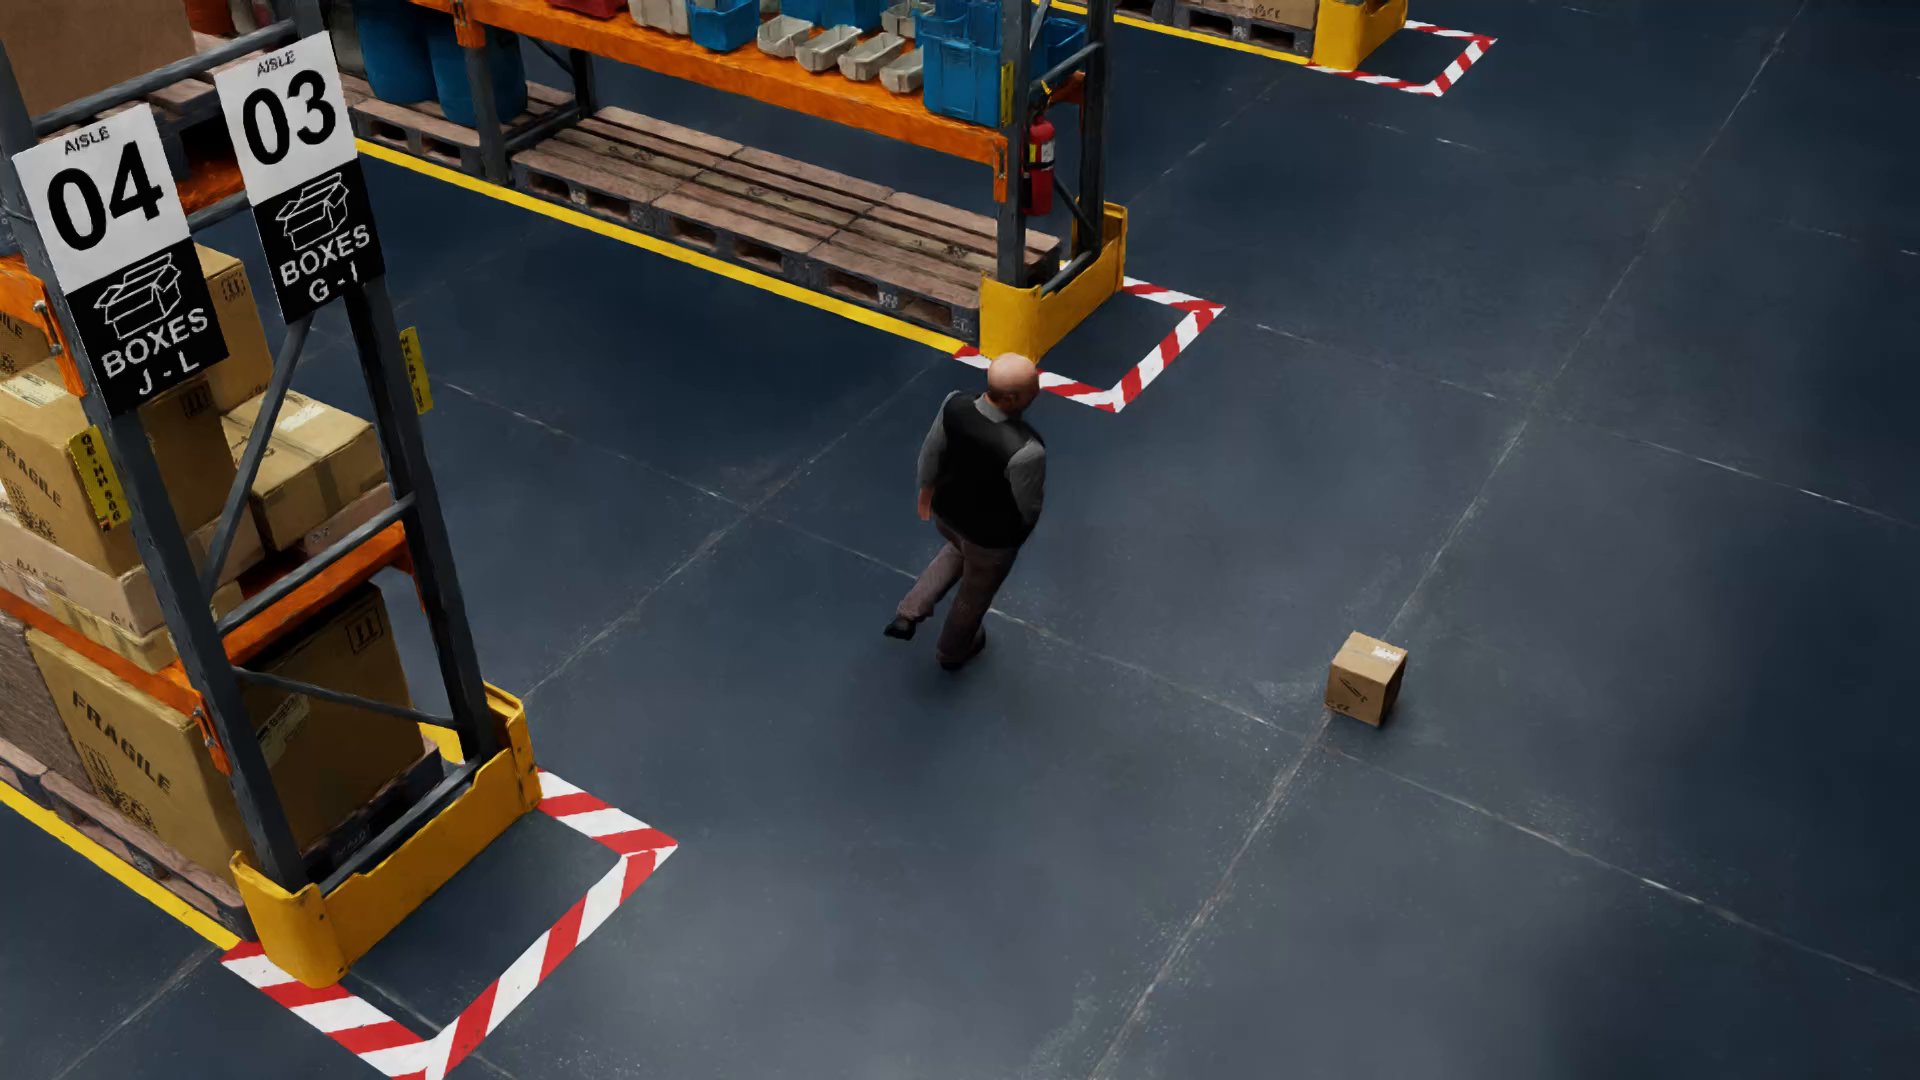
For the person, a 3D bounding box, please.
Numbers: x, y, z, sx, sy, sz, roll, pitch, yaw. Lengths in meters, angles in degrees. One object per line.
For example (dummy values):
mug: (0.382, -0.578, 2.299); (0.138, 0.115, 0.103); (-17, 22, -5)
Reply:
person: (0.046, -0.082, 6.814); (0.728, 1.695, 0.500); (31, 48, 33)
